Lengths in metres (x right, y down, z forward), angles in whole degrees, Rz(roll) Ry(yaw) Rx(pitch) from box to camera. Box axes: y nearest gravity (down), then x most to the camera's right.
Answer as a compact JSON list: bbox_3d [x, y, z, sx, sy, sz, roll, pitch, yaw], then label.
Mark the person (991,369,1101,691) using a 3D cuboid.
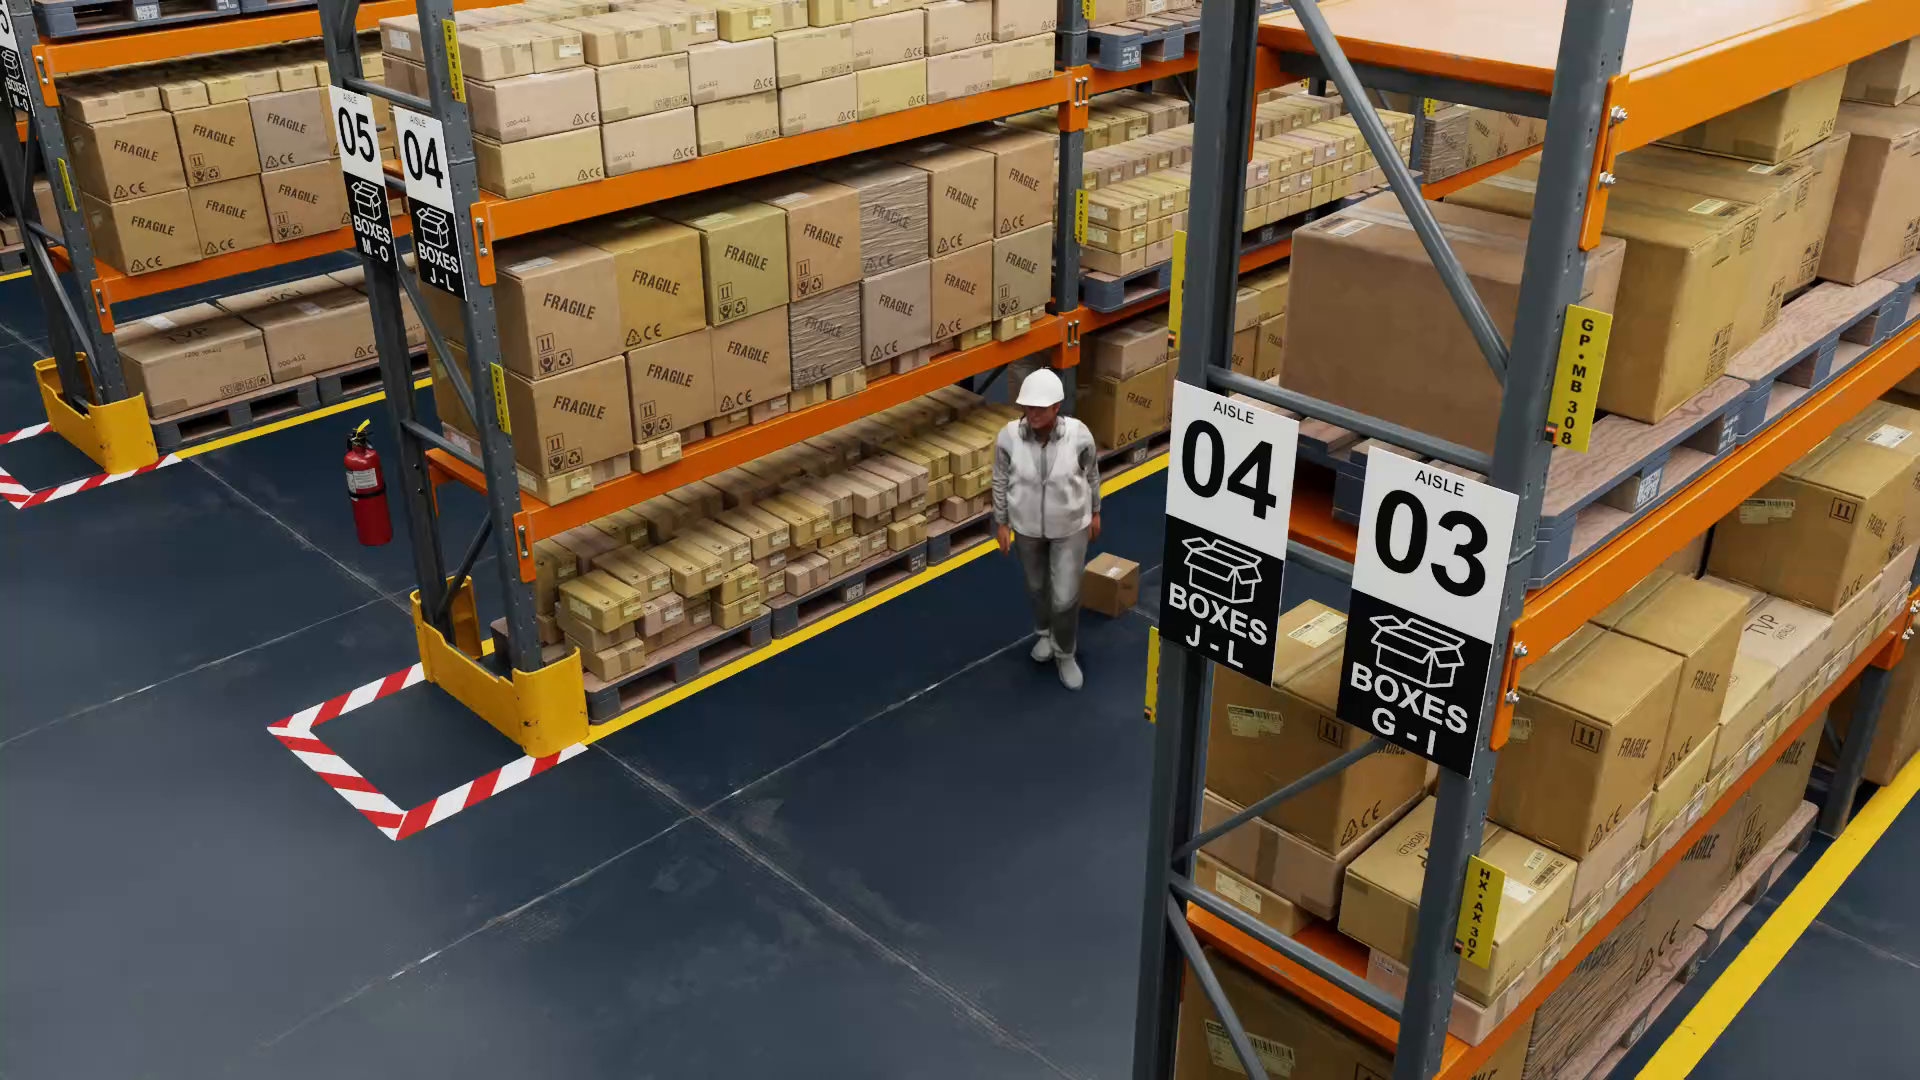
[{"bbox_3d":[0.452,-0.094,8.770,0.563,1.787,0.556,6,28,12],"label":"person"}]
